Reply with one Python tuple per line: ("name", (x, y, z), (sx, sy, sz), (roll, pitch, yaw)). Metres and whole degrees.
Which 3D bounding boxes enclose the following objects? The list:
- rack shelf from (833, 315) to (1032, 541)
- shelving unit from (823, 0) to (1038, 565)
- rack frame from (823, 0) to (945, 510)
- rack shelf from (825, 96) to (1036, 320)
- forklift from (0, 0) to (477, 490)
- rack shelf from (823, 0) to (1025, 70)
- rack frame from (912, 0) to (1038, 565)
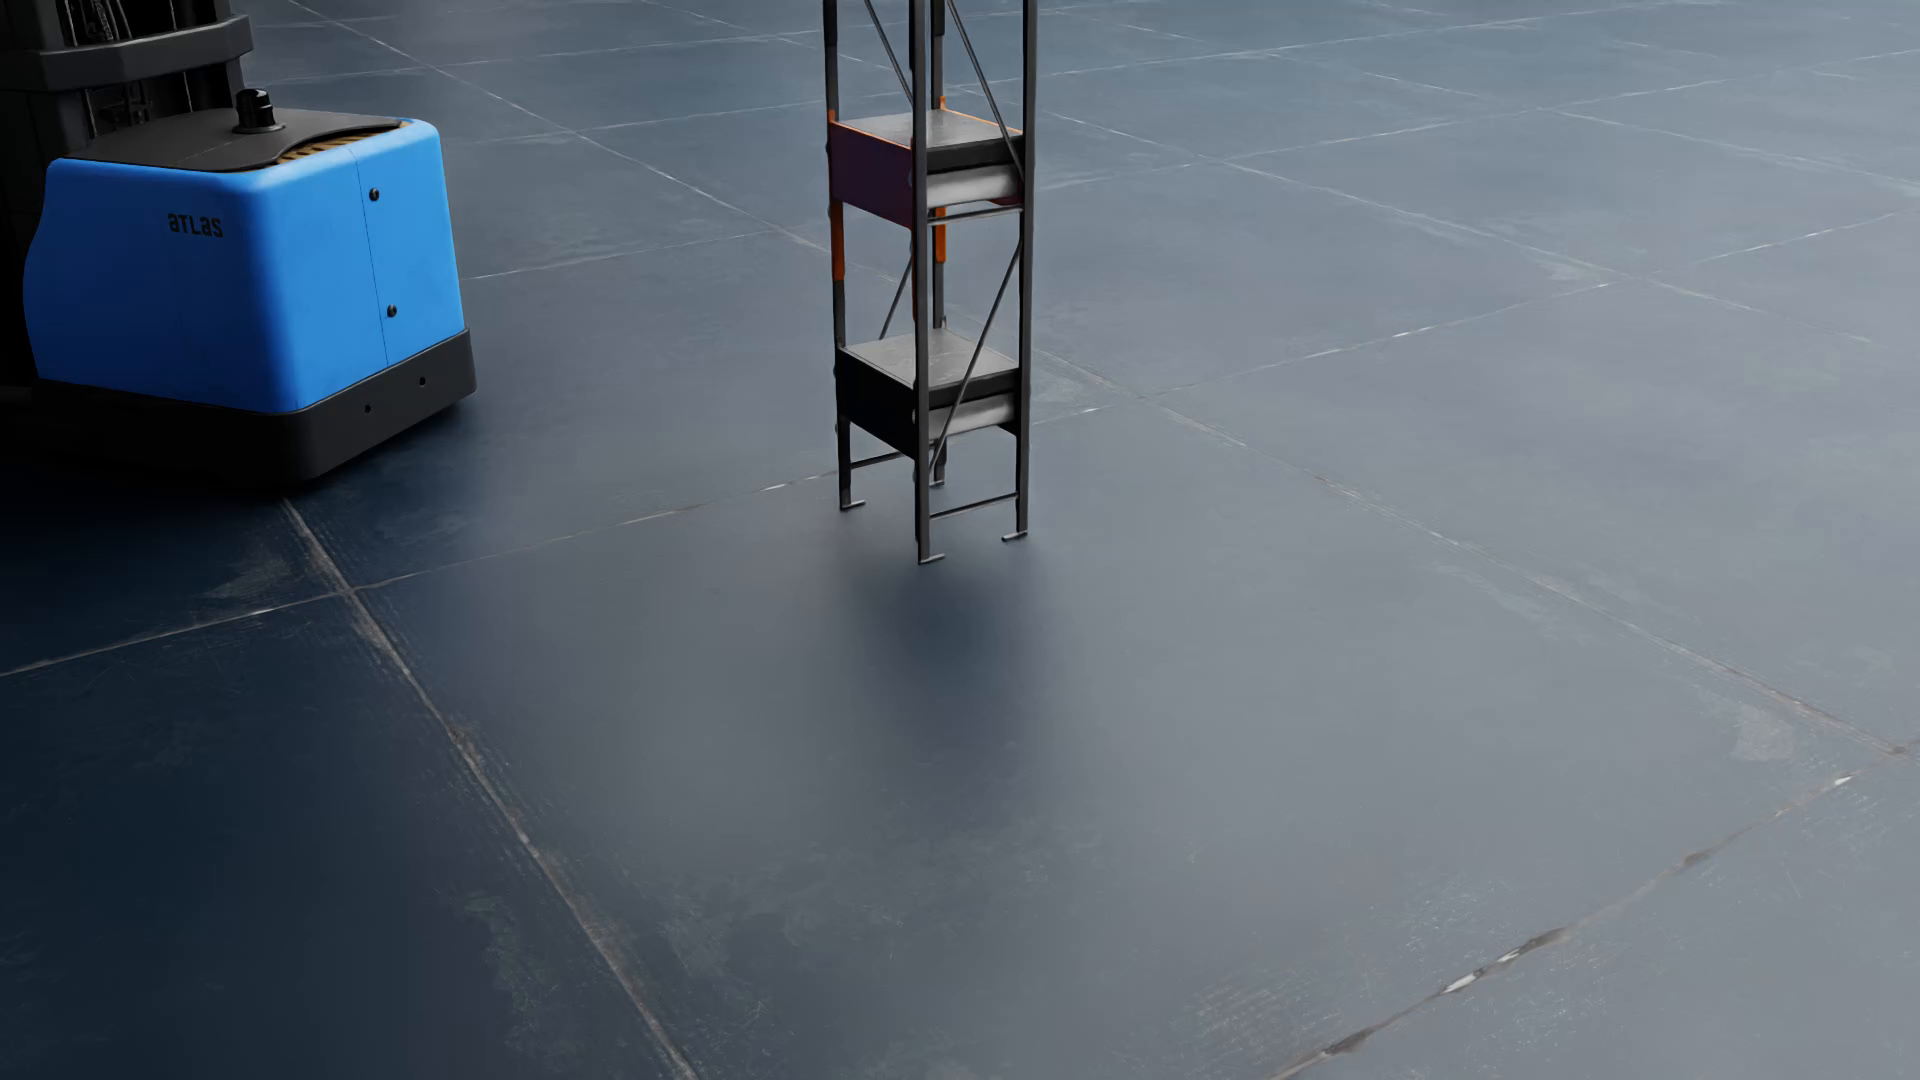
("rack shelf", (-0.090, -0.363, 5.232), (0.431, 0.518, 0.480), (-16, 29, -30))
("shelving unit", (-0.090, -1.009, 4.927), (0.431, 2.100, 0.503), (-16, 29, -30))
("rack frame", (-0.224, -1.096, 5.112), (0.400, 2.100, 0.015), (-16, 29, -30))
("rack shelf", (-0.090, -0.996, 4.933), (0.431, 0.518, 0.480), (-16, 29, -30))
("forklift", (-3.399, -1.870, 5.778), (3.031, 2.935, 1.130), (9, 27, 19))
("rack shelf", (-0.090, -1.629, 4.634), (0.431, 0.518, 0.480), (-16, 29, -30))
("rack frame", (0.043, -0.921, 4.742), (0.400, 2.100, 0.015), (-16, 29, -30))
